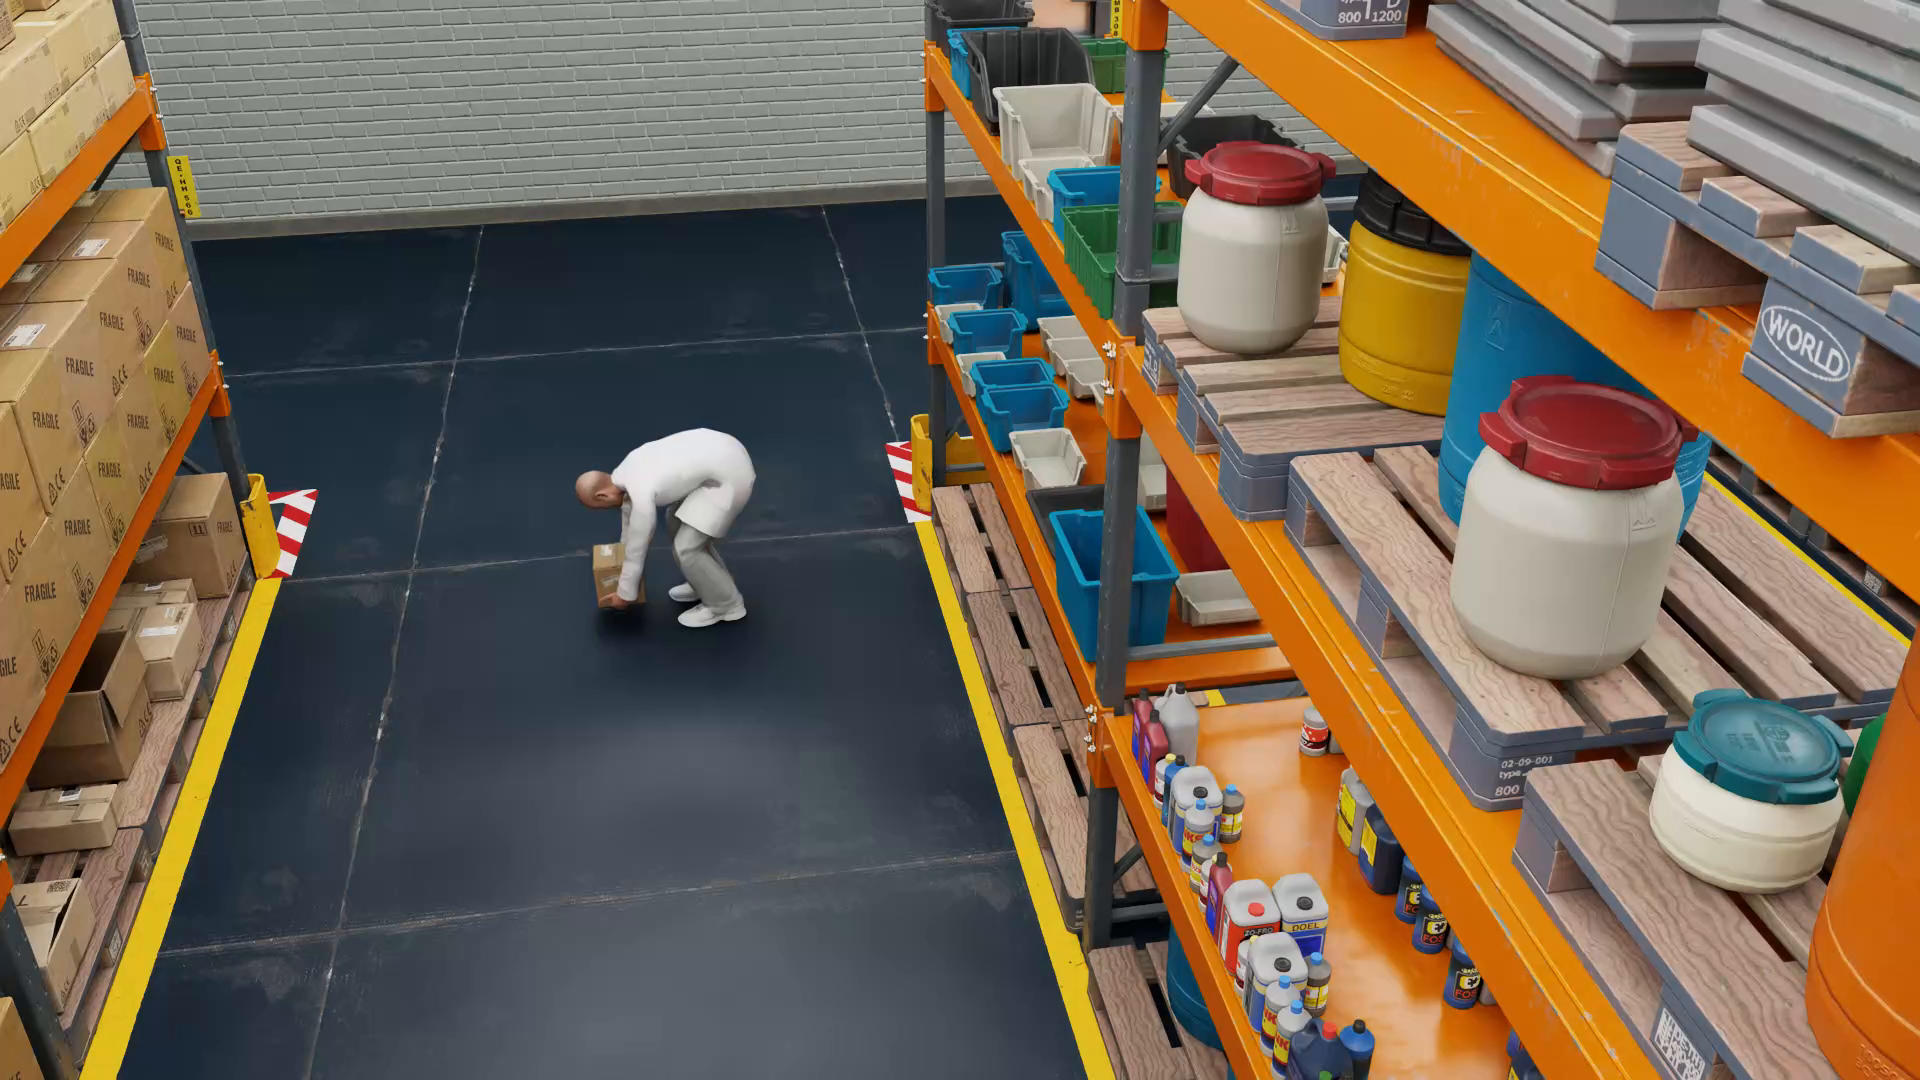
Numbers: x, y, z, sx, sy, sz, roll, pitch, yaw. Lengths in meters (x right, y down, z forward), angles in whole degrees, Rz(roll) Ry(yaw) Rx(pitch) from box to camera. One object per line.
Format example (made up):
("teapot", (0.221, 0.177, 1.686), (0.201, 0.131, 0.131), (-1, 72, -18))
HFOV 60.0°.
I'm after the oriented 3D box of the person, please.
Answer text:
("person", (-1.564, -0.073, 8.986), (0.947, 1.065, 0.545), (-7, 31, -11))
